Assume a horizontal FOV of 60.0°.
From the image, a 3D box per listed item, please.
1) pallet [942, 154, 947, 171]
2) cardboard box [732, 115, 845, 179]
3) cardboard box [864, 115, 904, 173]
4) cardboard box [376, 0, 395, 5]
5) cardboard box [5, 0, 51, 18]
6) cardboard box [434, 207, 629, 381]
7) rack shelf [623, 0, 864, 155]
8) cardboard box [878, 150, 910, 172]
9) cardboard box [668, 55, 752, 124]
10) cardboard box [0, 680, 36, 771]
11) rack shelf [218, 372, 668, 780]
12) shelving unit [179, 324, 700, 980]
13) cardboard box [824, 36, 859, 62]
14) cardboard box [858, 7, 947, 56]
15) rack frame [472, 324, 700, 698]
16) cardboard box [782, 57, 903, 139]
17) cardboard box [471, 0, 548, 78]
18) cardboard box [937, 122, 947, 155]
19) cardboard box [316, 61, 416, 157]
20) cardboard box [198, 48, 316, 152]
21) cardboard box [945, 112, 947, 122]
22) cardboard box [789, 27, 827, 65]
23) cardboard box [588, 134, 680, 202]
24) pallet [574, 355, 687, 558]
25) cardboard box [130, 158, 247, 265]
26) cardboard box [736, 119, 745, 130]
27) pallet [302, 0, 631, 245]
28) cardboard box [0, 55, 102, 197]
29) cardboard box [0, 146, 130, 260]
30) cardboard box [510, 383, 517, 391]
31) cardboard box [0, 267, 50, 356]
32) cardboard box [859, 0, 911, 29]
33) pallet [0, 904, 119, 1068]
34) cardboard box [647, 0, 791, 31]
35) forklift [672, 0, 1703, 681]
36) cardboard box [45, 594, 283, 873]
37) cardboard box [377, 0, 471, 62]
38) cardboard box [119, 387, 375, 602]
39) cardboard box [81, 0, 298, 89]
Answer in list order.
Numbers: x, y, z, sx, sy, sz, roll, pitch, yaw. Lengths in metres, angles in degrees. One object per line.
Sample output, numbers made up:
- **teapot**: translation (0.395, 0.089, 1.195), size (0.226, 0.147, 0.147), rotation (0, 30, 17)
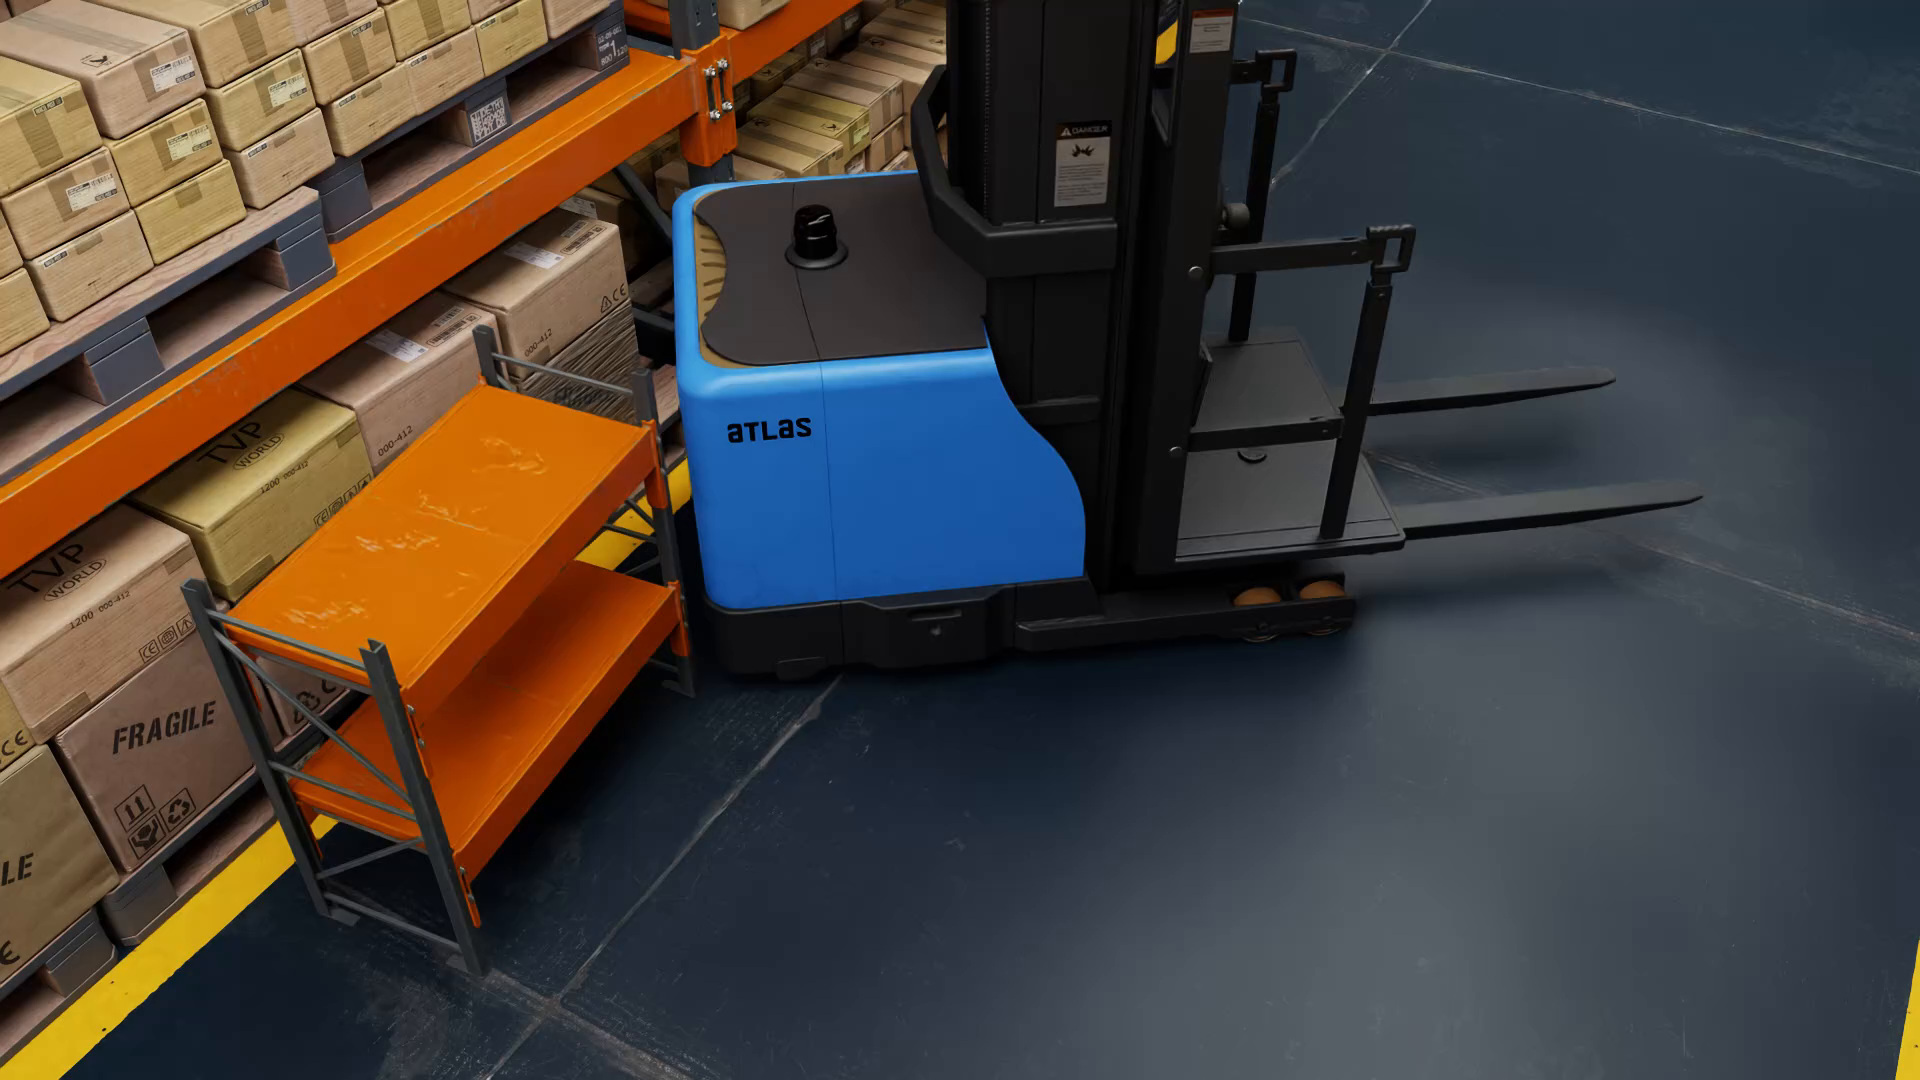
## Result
- **pallet**: translation (-0.260, -1.817, 7.154), size (1.003, 0.211, 1.213), rotation (21, 45, 22)
- **cardboard box**: translation (-0.634, -1.344, 5.896), size (0.380, 0.149, 0.250), rotation (23, 46, 24)
- **cardboard box**: translation (-0.440, -1.547, 6.351), size (0.380, 0.149, 0.250), rotation (19, 45, 20)
- **cardboard box**: translation (-1.472, -1.458, 4.058), size (0.380, 0.149, 0.250), rotation (19, 45, 21)
- **cardboard box**: translation (-2.290, -1.384, 3.974), size (0.380, 0.149, 0.250), rotation (21, 45, 22)
- **cardboard box**: translation (-1.329, -0.758, 4.847), size (0.500, 0.250, 0.500), rotation (20, 45, 21)
- **rack shelf**: translation (-0.174, -2.641, 6.524), size (1.077, 0.370, 4.000), rotation (21, 45, 22)
- **cardboard box**: translation (-0.419, -1.430, 6.444), size (0.380, 0.149, 0.250), rotation (20, 45, 21)
- **cardboard box**: translation (-1.011, -1.672, 6.268), size (0.380, 0.149, 0.250), rotation (21, 45, 22)
- **cardboard box**: translation (-2.369, 0.416, 3.514), size (0.500, 0.250, 0.500), rotation (20, 45, 22)
- **rack shelf**: translation (-1.181, 0.044, 3.906), size (0.538, 0.278, 1.000), rotation (16, 44, 17)
- **shelving unit**: translation (-1.181, 0.263, 4.100), size (0.538, 1.125, 1.048), rotation (16, 44, 17)
- **cardboard box**: translation (-0.577, -1.980, 6.843), size (0.380, 0.149, 0.250), rotation (19, 45, 20)
- **cardboard box**: translation (-0.177, -1.964, 6.600), size (0.380, 0.149, 0.250), rotation (19, 45, 20)
- **rack frame**: translation (-0.981, -0.045, 4.450), size (0.500, 1.125, 0.032), rotation (16, 44, 17)
- **cardboard box**: translation (-0.440, -1.662, 6.257), size (0.380, 0.149, 0.250), rotation (20, 45, 21)
- **cardboard box**: translation (-1.332, -1.388, 4.429), size (0.380, 0.149, 0.250), rotation (21, 46, 22)
- **cardboard box**: translation (-0.101, -1.712, 6.764), size (0.380, 0.149, 0.250), rotation (20, 45, 21)
- **cardboard box**: translation (-1.584, -1.103, 4.106), size (0.380, 0.149, 0.250), rotation (19, 45, 20)
- **cardboard box**: translation (-1.725, -1.050, 3.820), size (0.380, 0.149, 0.250), rotation (19, 45, 20)
- **cardboard box**: translation (-0.100, -1.820, 6.661), size (0.380, 0.149, 0.250), rotation (21, 45, 22)
- **cardboard box**: translation (-0.758, -1.980, 6.618), size (0.380, 0.149, 0.250), rotation (19, 45, 20)
- **cardboard box**: translation (-1.223, -1.367, 5.922), size (0.380, 0.149, 0.250), rotation (22, 46, 23)
- **pallet**: translation (-1.564, -0.274, 5.402), size (1.003, 0.211, 1.213), rotation (21, 45, 22)
- **cardboard box**: translation (-1.852, -0.791, 3.751), size (0.380, 0.149, 0.250), rotation (23, 46, 24)
- **cardboard box**: translation (-1.049, -1.570, 6.377), size (0.380, 0.149, 0.250), rotation (19, 45, 21)
- **pallet**: translation (-1.684, -1.306, 4.608), size (1.003, 0.211, 1.213), rotation (21, 45, 22)
- **cardboard box**: translation (-1.993, -0.859, 3.378), size (0.380, 0.149, 0.250), rotation (20, 45, 21)
- **cardboard box**: translation (-1.986, -0.756, 3.486), size (0.380, 0.149, 0.250), rotation (23, 46, 24)
- **cardboard box**: translation (-1.585, -0.186, 4.765), size (0.500, 0.500, 0.500), rotation (20, 45, 21)
- **cardboard box**: translation (-2.116, -0.490, 3.409), size (0.380, 0.149, 0.250), rotation (22, 46, 23)
- **cardboard box**: translation (-0.414, -2.244, 6.918), size (0.380, 0.149, 0.250), rotation (21, 46, 22)
- **pallet**: translation (-2.785, 1.122, 3.816), size (1.003, 0.211, 1.213), rotation (21, 45, 22)
- **cardboard box**: translation (-0.750, -1.726, 5.131), size (0.380, 0.149, 0.250), rotation (23, 46, 24)
- **forklift**: translation (0.721, -1.141, 4.328), size (3.031, 2.935, 1.130), rotation (-5, 42, -6)
- **cardboard box**: translation (-2.101, 0.398, 4.102), size (0.500, 0.500, 0.500), rotation (20, 45, 21)
- **cardboard box**: translation (-1.461, -1.357, 4.168), size (0.380, 0.149, 0.250), rotation (23, 46, 24)
- **cardboard box**: translation (-1.850, -0.161, 4.169), size (0.500, 0.250, 0.500), rotation (19, 45, 20)
- **cardboard box**: translation (-1.729, -1.168, 3.729), size (0.380, 0.149, 0.250), rotation (19, 45, 21)
